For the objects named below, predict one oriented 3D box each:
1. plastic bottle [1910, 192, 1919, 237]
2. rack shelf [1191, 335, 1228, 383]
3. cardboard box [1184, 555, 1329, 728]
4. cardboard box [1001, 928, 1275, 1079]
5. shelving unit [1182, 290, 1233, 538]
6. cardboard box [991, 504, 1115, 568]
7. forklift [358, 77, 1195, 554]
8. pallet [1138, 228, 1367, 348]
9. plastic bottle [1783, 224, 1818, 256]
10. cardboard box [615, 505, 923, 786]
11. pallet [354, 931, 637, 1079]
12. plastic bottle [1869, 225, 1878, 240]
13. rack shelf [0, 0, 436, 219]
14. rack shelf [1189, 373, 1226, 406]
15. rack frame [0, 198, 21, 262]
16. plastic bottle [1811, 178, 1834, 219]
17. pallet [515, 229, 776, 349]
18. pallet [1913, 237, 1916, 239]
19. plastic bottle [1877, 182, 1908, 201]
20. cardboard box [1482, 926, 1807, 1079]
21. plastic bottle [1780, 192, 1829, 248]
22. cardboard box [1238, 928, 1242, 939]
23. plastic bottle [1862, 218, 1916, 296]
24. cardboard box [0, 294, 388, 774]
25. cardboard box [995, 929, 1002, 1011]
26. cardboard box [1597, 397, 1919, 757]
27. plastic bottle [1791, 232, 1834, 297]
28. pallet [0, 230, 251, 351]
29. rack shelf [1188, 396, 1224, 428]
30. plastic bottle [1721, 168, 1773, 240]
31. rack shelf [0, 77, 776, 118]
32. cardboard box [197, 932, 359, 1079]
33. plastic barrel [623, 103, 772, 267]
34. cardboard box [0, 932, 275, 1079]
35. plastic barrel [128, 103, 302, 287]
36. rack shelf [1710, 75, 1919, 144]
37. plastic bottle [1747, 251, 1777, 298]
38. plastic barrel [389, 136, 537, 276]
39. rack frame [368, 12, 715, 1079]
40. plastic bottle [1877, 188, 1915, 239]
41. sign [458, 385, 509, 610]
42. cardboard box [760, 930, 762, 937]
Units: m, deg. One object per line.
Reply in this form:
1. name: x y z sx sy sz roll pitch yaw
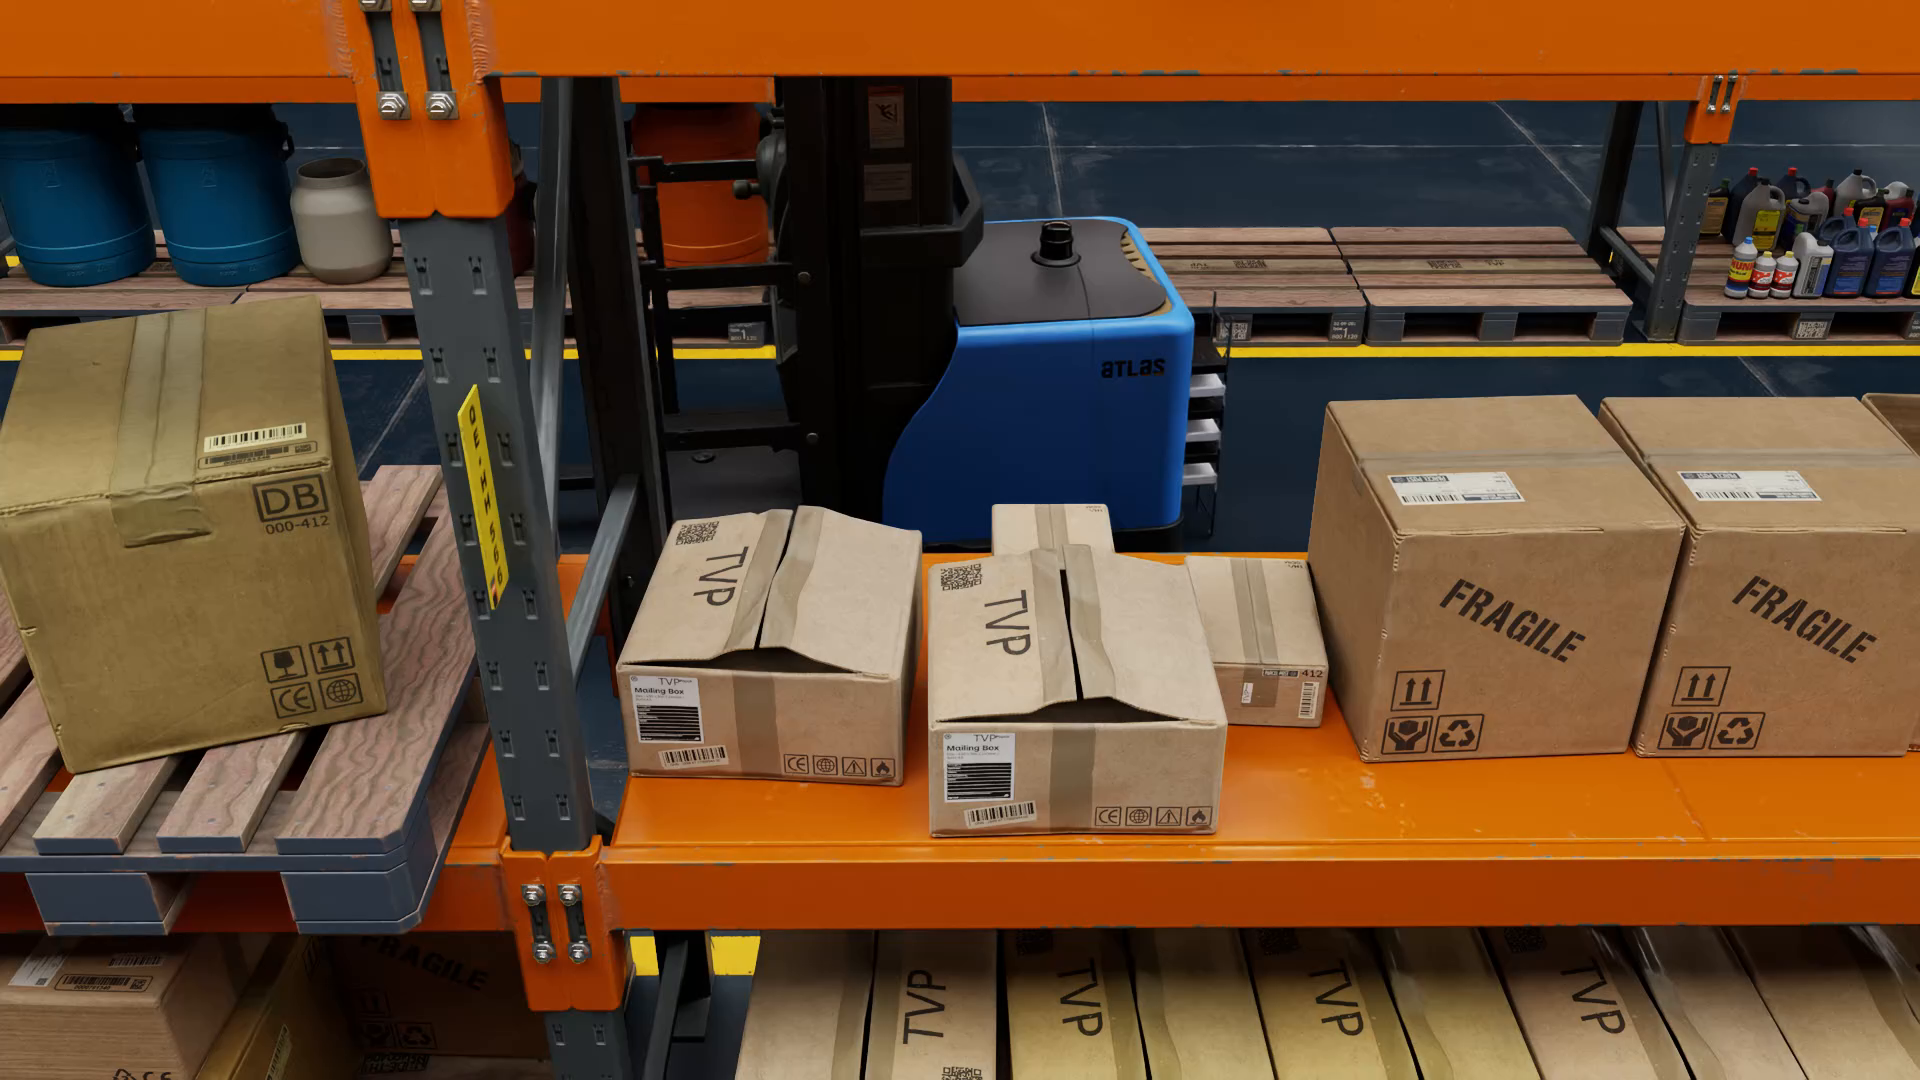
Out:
1. plastic bottle: 4.810 -1.650 8.284 0.097 0.271 0.097 0 31 0
2. rack shelf: 0.834 -0.649 5.996 0.200 0.077 0.258 -4 31 -7
3. cardboard box: 0.572 0.194 3.281 0.250 0.149 0.380 2 31 3
4. cardboard box: 0.348 1.021 3.381 0.500 0.311 0.500 -1 31 -2
5. shelving unit: 0.834 -0.447 6.119 0.210 0.900 0.258 -4 31 -7
6. cardboard box: 0.195 0.081 3.467 0.250 0.149 0.380 0 31 0
7. forklift: -0.777 -1.199 5.401 3.031 2.935 1.130 -4 31 -7
8. pallet: 1.263 -1.242 8.093 1.213 0.211 1.003 0 31 0
9. plastic bottle: 3.914 -1.333 7.750 0.133 0.283 0.061 0 31 0
10. cardboard box: -0.339 0.179 3.148 0.500 0.311 0.500 2 31 3
11. pallet: -1.450 1.295 3.913 1.213 0.211 1.003 0 31 0
12. plastic bottle: 4.225 -1.334 7.763 0.097 0.271 0.097 0 31 0
13. rack shelf: -2.703 -0.849 2.559 4.000 0.370 1.077 0 31 0
14. rack shelf: 0.834 -0.572 6.043 0.200 0.077 0.258 -4 31 -7
15. rack frame: -4.729 -2.437 7.375 0.127 3.000 1.000 0 31 0
16. plastic bottle: 4.268 -1.663 8.294 0.133 0.283 0.061 2 31 3
17. pallet: -1.517 -1.233 8.079 1.213 0.211 1.003 0 31 0
18. pallet: 5.166 -1.256 8.116 1.213 0.211 1.003 0 31 0
19. plastic bottle: 4.590 -1.637 8.258 0.135 0.276 0.152 0 31 1
20. cardboard box: 1.372 1.018 3.385 0.500 0.311 0.500 -1 31 -1
21. plastic bottle: 4.131 -1.561 8.133 0.135 0.276 0.152 0 31 0
22. cardboard box: 0.844 0.742 3.841 0.500 0.311 0.500 0 31 -1
23. plastic bottle: 4.269 -1.305 7.639 0.185 0.351 0.144 -1 31 -2
24. cardboard box: -1.332 -0.042 2.926 0.500 0.500 0.700 -11 33 -17
25. cardboard box: 0.337 0.984 3.982 0.500 0.250 0.500 -1 31 -1
26. cardboard box: 1.501 0.062 3.160 0.500 0.500 0.500 0 31 0
27. plastic bottle: 3.915 -1.274 7.660 0.135 0.276 0.152 1 31 2
28. pallet: -3.957 -1.226 8.067 1.213 0.211 1.003 0 31 0
29. rack shelf: 0.834 -0.495 6.089 0.200 0.077 0.258 -4 31 -7
30. plastic bottle: 3.913 -1.669 8.239 0.185 0.351 0.144 -1 31 -2
31. rack shelf: -2.729 -2.136 7.572 4.000 0.370 1.077 0 31 0
32. cardboard box: -1.637 1.125 3.489 0.500 0.500 0.500 1 31 2
33. plastic barrel: -1.218 -1.691 7.832 0.708 0.830 0.600 0 31 0
34. cardboard box: -1.693 0.807 3.291 0.500 0.250 0.500 1 31 2
35. plastic barrel: -3.477 -1.714 7.802 0.708 0.901 0.600 0 31 0
36. rack shelf: 5.271 -2.161 7.613 4.000 0.370 1.077 0 31 0
37. plastic bottle: 3.694 -1.228 7.655 0.097 0.201 0.097 0 31 0
38. plastic barrel: -2.348 -1.584 7.889 0.708 0.588 0.600 0 31 0
39. rack frame: -0.703 0.120 3.161 0.127 3.000 1.000 0 31 0
40. plastic bottle: 4.592 -1.585 8.165 0.133 0.283 0.061 0 31 0
41. sign: -0.690 -0.060 2.417 0.005 0.325 0.100 0 31 0
42. cardboard box: -0.181 0.747 3.833 0.500 0.311 0.500 1 31 1
